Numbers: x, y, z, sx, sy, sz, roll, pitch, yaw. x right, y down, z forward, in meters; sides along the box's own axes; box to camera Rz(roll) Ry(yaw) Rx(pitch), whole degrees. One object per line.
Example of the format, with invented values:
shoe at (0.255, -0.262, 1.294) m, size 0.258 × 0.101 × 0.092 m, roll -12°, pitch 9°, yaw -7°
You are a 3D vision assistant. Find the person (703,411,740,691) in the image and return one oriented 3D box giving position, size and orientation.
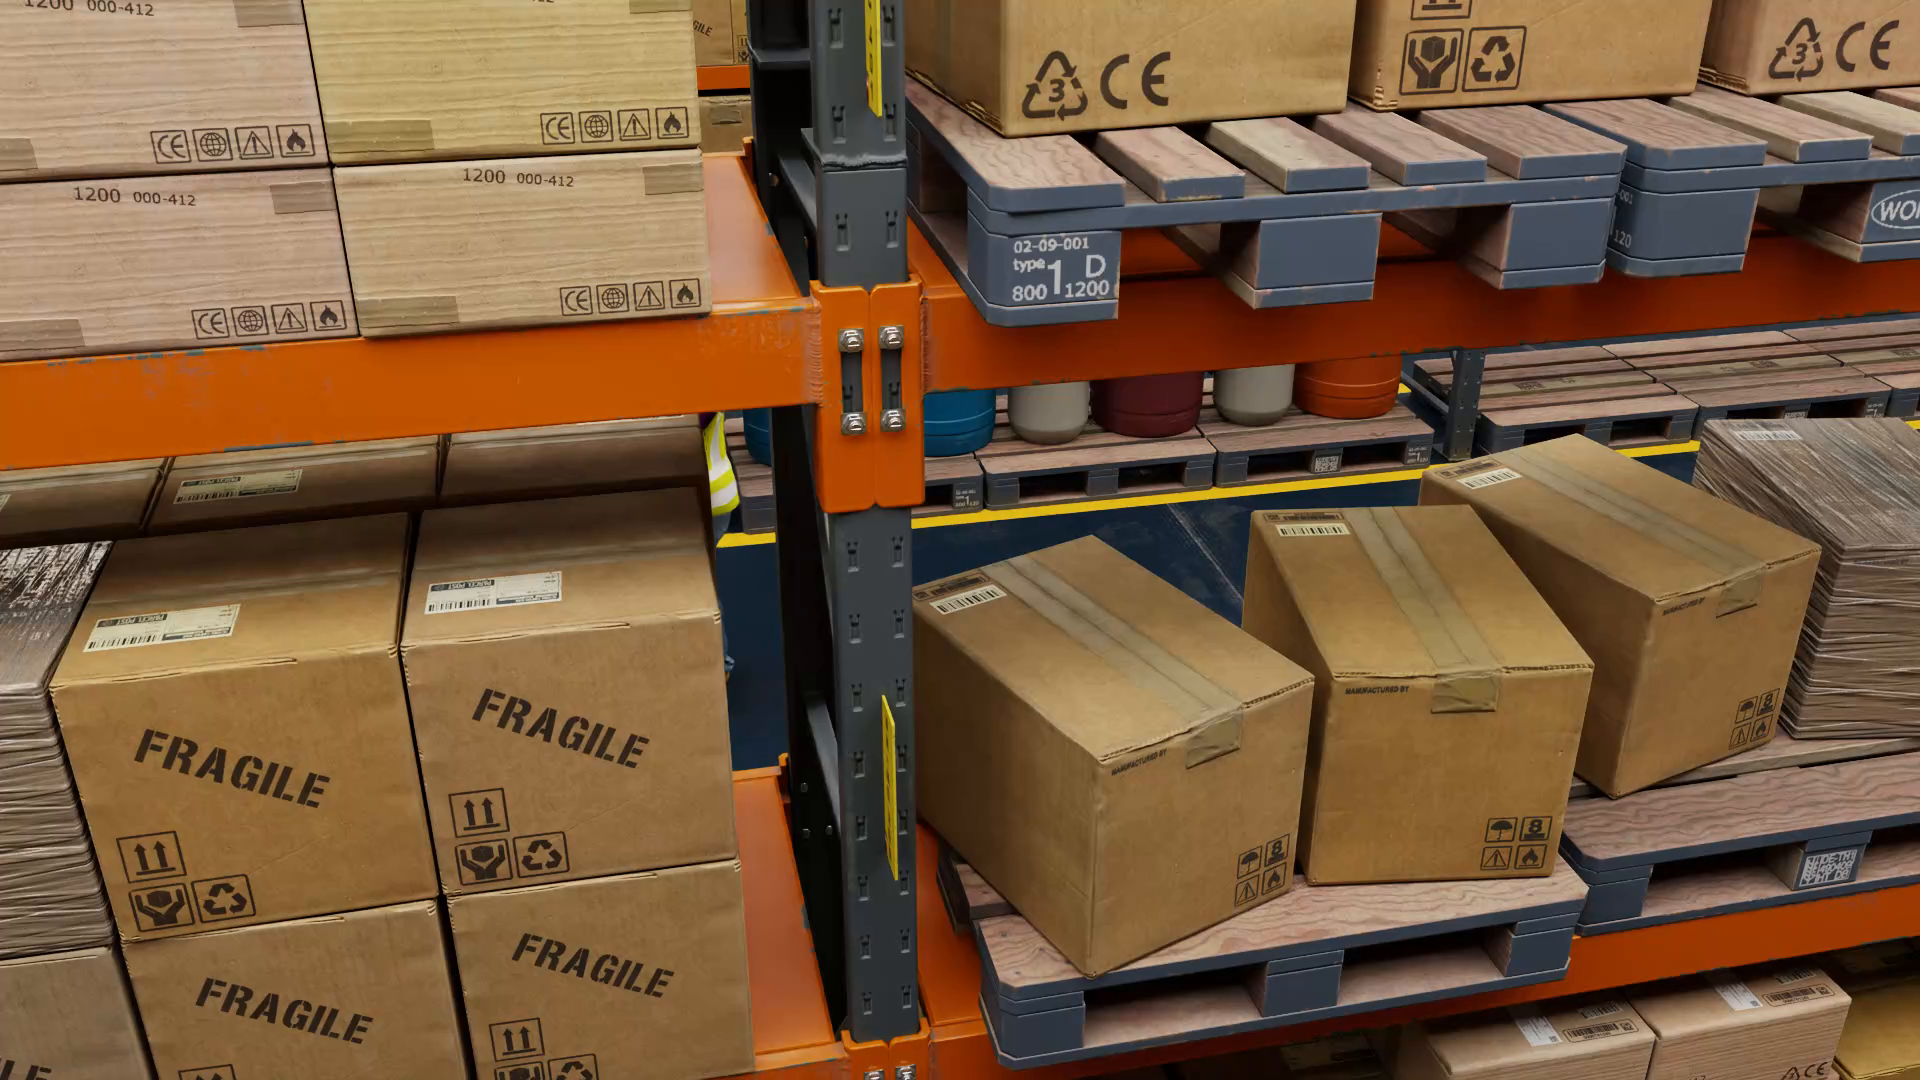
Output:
person at (-6.826, -8.008, 14.006) m, size 6.697 × 9.001 × 23.319 m, roll -6°, pitch 27°, yaw -12°
